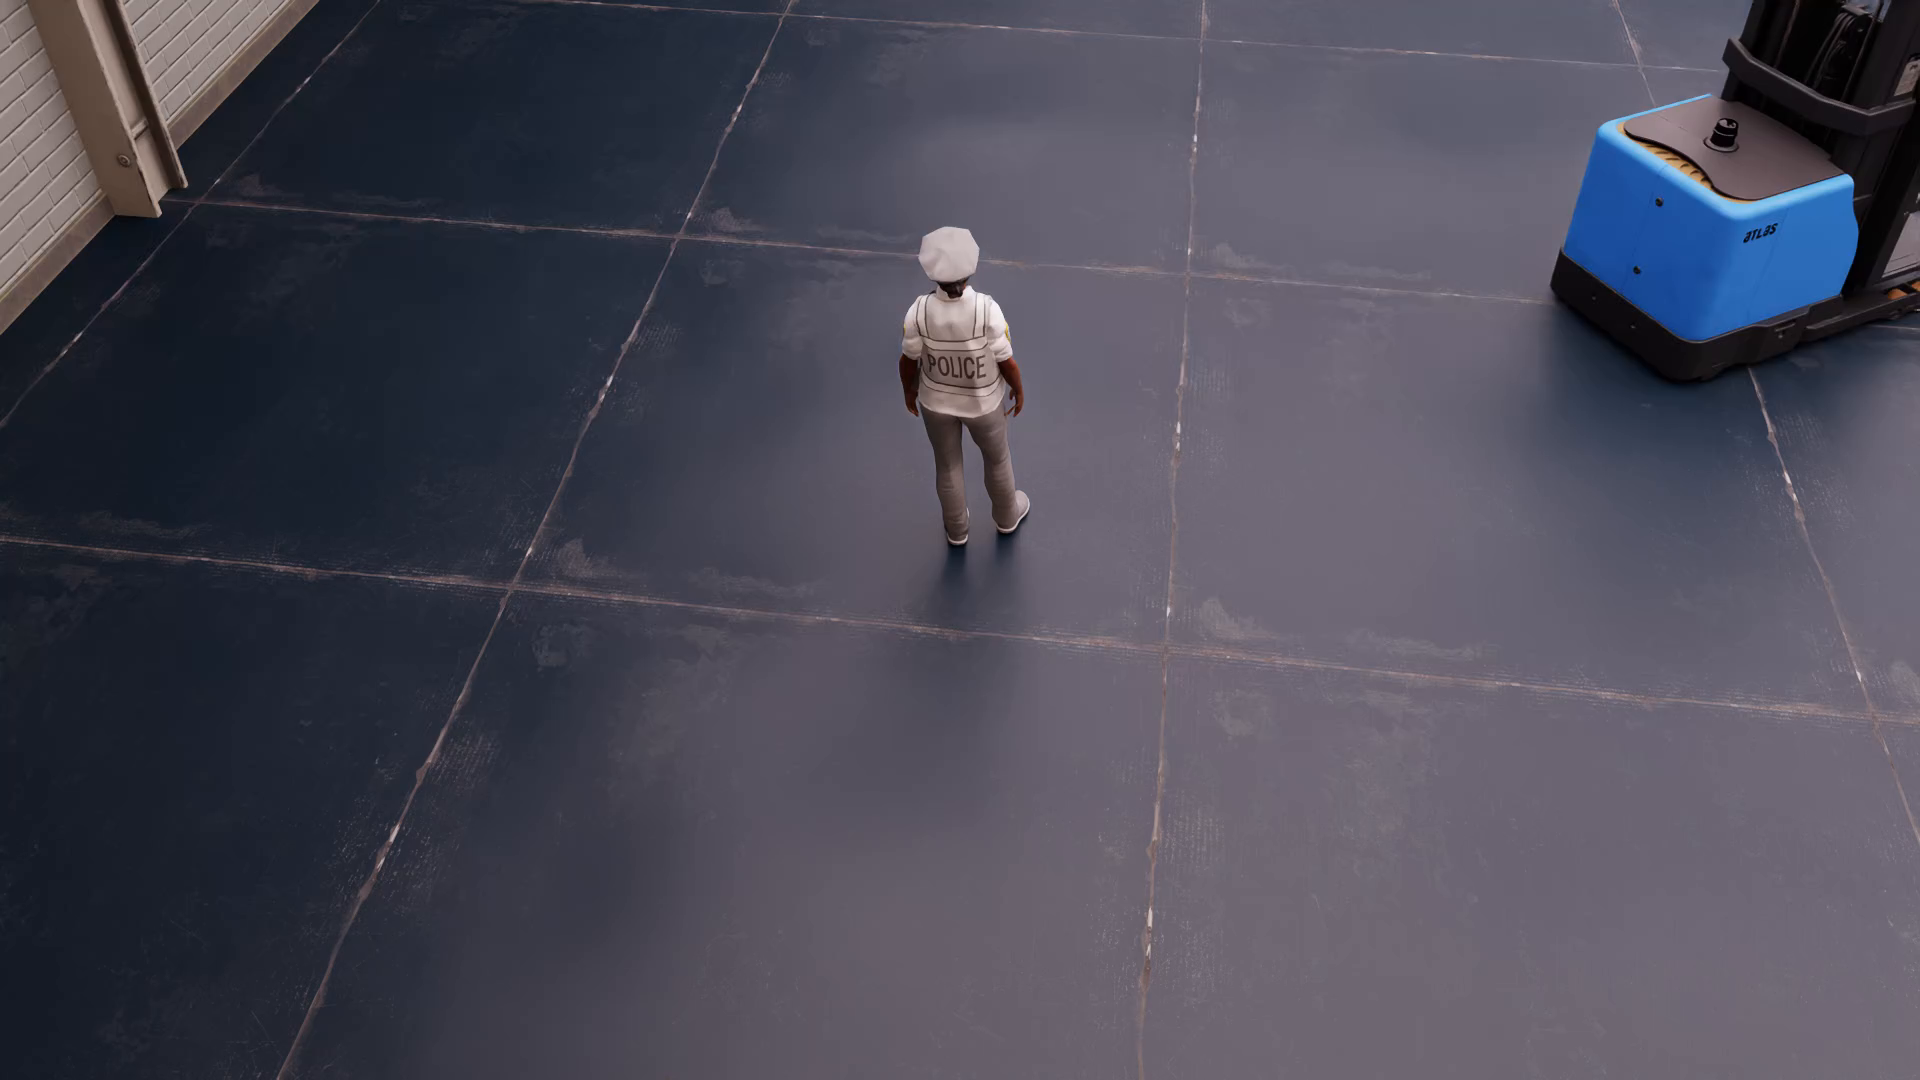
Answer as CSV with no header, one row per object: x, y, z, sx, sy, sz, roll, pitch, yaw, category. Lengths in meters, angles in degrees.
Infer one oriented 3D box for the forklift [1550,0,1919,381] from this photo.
4.868,-2.604,8.559,3.031,2.935,1.130,-18,46,-19,forklift

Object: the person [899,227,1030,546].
0.030,-0.677,7.365,0.569,1.694,0.530,5,43,6,person
